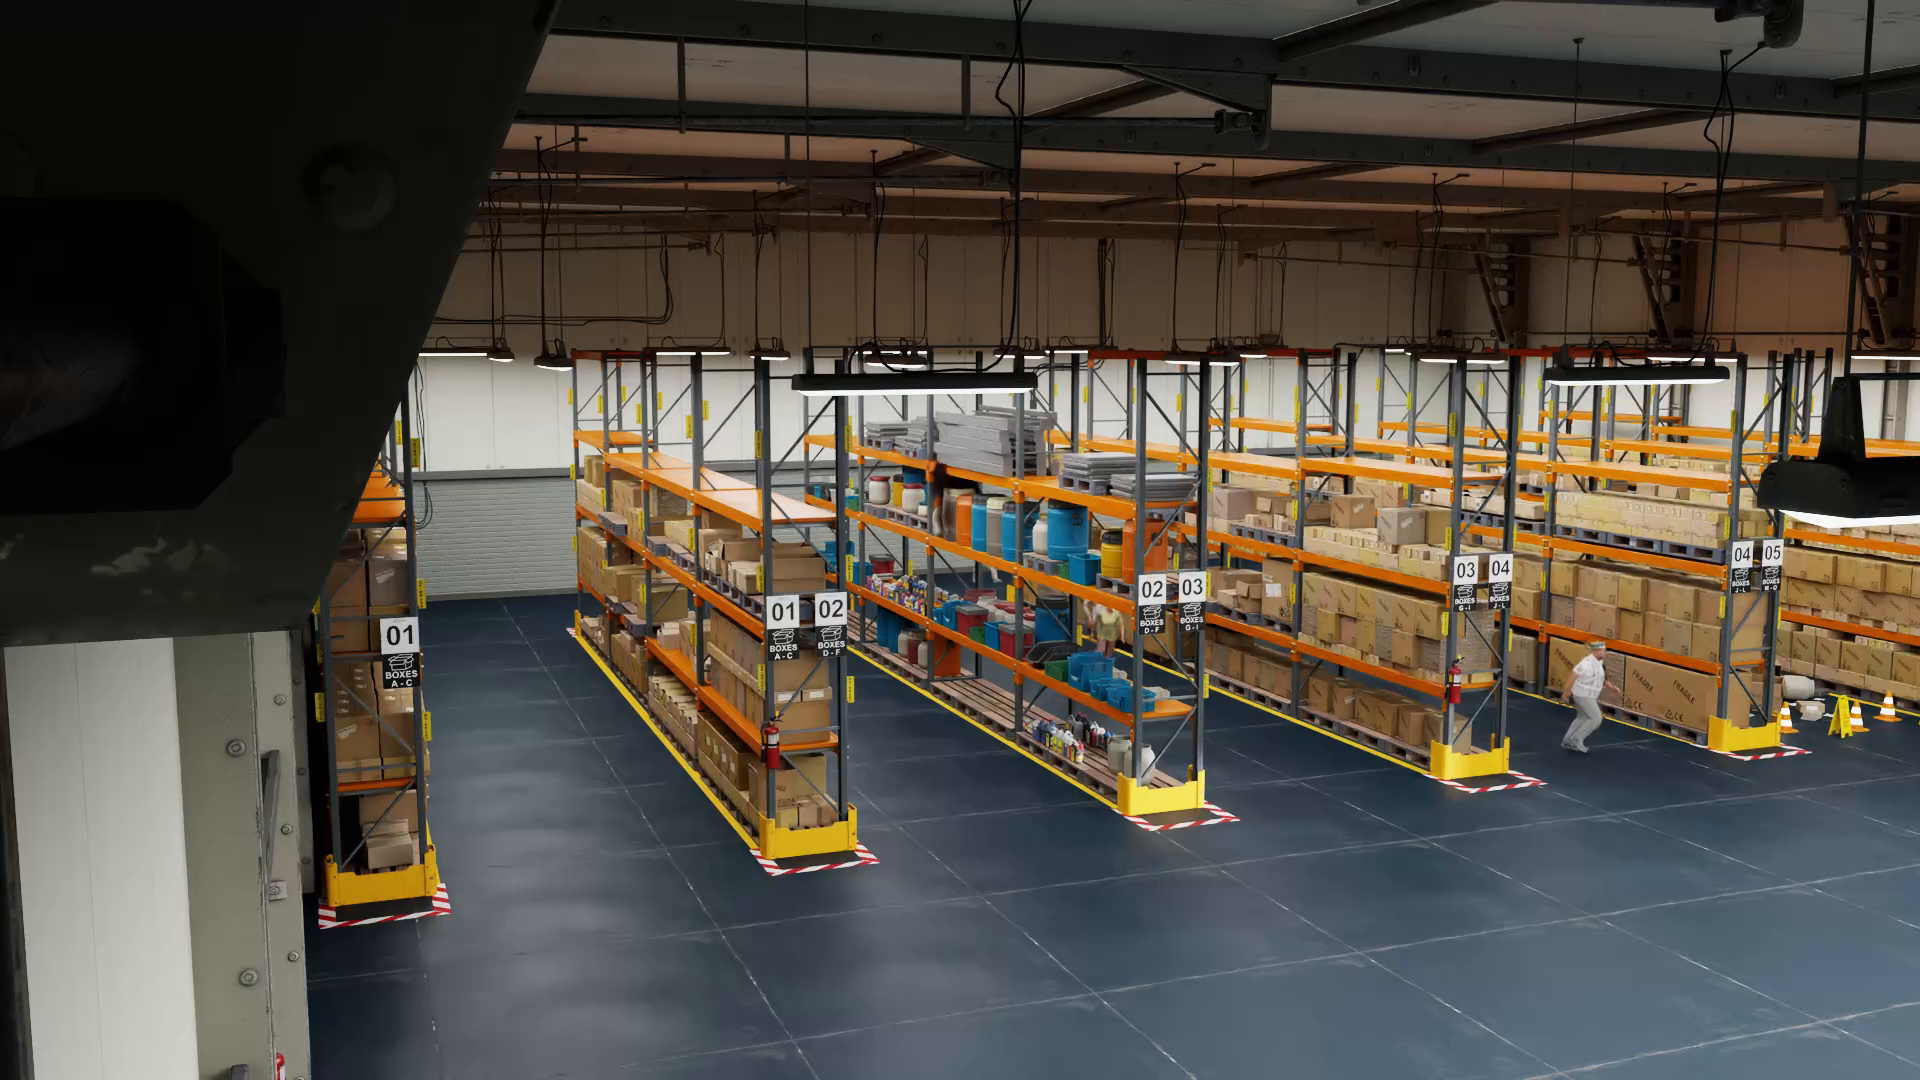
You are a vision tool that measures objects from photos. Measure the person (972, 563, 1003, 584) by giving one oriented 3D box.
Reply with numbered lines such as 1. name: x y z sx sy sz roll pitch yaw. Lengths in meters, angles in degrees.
1. person: 0.741 0.253 41.785 0.696 1.711 1.092 -4 8 -32

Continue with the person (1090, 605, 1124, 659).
1. person: 2.662 1.793 29.987 0.565 1.617 0.674 -1 7 -8

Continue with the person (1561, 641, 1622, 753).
1. person: 9.548 2.355 25.125 0.805 1.697 0.649 5 8 33

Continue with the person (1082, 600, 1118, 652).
1. person: 2.710 1.566 31.287 0.630 1.731 0.649 -4 8 -28
